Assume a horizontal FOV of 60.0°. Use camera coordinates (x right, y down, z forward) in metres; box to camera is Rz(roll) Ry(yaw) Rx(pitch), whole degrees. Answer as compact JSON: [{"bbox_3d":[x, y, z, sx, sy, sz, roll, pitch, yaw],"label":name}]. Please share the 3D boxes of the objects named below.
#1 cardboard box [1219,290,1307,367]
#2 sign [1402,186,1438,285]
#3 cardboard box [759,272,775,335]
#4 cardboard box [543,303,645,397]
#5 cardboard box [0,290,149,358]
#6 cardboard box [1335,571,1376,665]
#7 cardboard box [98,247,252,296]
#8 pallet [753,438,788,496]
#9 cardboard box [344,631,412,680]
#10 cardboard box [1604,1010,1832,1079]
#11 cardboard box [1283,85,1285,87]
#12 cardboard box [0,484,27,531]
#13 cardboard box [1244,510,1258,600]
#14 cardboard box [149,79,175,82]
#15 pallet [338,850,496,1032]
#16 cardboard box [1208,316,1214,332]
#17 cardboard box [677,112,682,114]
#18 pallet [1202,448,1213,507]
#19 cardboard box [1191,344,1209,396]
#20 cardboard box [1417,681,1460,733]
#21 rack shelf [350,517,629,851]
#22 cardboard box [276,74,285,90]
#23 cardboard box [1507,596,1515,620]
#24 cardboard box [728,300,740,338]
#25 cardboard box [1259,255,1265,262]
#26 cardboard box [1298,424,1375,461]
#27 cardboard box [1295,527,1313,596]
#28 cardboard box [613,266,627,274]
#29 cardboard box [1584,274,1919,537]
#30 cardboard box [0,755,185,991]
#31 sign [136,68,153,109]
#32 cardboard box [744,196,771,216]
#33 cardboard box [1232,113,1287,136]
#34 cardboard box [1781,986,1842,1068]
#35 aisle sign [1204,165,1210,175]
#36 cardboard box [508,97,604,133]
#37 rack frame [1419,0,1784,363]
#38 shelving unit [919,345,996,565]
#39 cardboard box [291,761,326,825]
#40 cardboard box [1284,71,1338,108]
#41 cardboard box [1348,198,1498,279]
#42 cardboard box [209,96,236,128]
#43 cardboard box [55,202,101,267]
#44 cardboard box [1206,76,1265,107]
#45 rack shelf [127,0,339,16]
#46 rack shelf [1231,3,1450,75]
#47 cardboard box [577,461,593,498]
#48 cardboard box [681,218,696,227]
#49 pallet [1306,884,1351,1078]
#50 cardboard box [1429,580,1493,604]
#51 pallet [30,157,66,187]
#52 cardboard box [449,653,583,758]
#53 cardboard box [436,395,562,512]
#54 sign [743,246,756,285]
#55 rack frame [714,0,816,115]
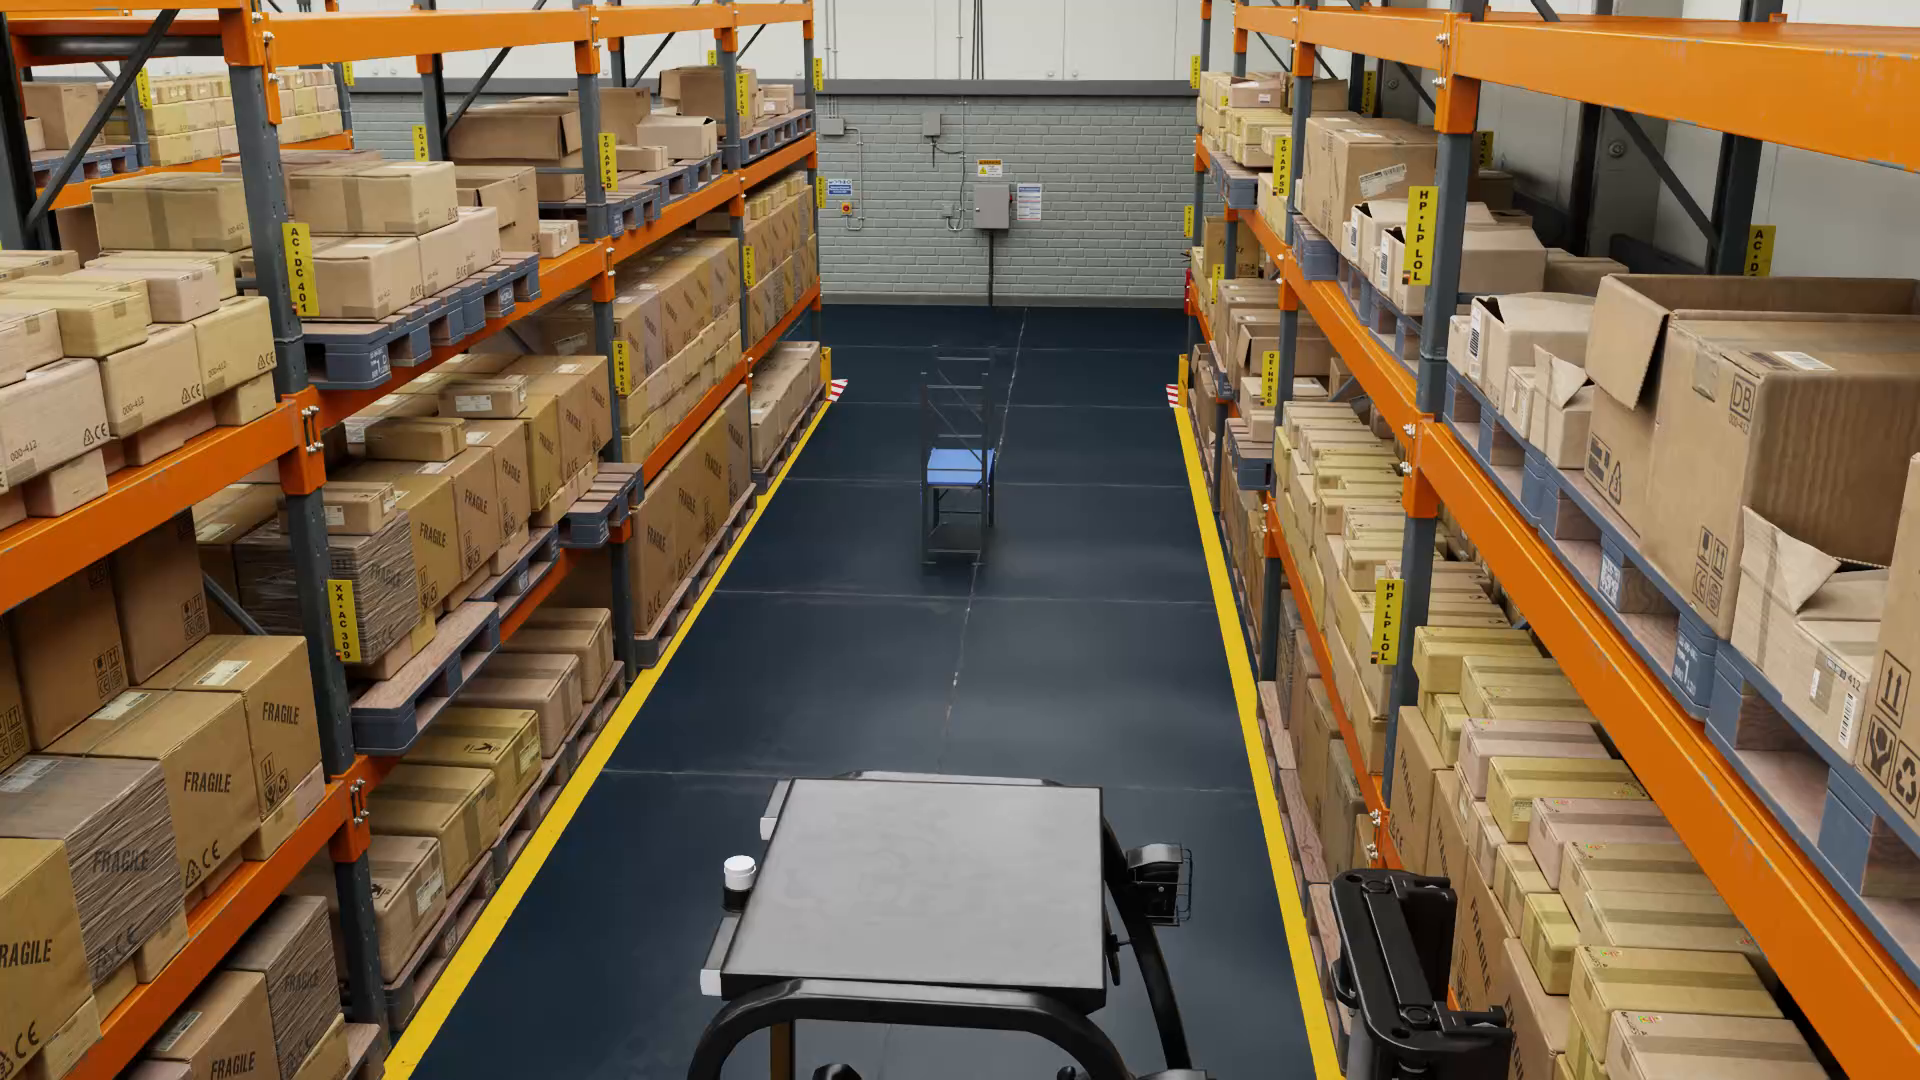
[{"bbox_3d":[2.357,-1.609,12.681,0.700,0.500,0.500,1,18,5],"label":"cardboard box"},{"bbox_3d":[1.537,-1.013,5.544,0.100,0.325,0.005,1,18,4],"label":"sign"},{"bbox_3d":[-1.964,-2.121,14.918,0.500,0.500,0.500,1,18,4],"label":"cardboard box"},{"bbox_3d":[-2.307,-1.206,10.518,0.500,0.500,0.500,1,18,2],"label":"cardboard box"},{"bbox_3d":[-2.615,-0.630,4.833,0.380,0.149,0.250,2,18,6],"label":"cardboard box"},{"bbox_3d":[1.888,0.332,7.029,0.500,0.250,0.500,1,18,2],"label":"cardboard box"},{"bbox_3d":[-2.975,-1.031,6.502,0.500,0.250,0.500,1,18,3],"label":"cardboard box"},{"bbox_3d":[-2.167,-0.687,15.180,1.003,0.211,1.213,1,18,4],"label":"pallet"},{"bbox_3d":[-2.518,0.462,6.924,0.380,0.149,0.250,2,18,5],"label":"cardboard box"},{"bbox_3d":[1.586,1.128,3.484,0.380,0.149,0.250,2,18,5],"label":"cardboard box"},{"bbox_3d":[2.993,-3.710,14.070,0.500,0.250,0.500,1,18,2],"label":"cardboard box"},{"bbox_3d":[-2.782,-0.096,4.485,0.380,0.149,0.250,2,18,5],"label":"cardboard box"},{"bbox_3d":[2.262,0.109,11.613,0.500,0.500,0.500,2,18,6],"label":"cardboard box"},{"bbox_3d":[-7.427,-4.143,15.231,0.380,0.149,0.250,1,18,4],"label":"cardboard box"},{"bbox_3d":[-2.818,1.790,7.620,1.003,0.211,1.213,1,18,4],"label":"pallet"},{"bbox_3d":[2.451,-1.977,15.041,0.380,0.149,0.250,1,18,3],"label":"cardboard box"},{"bbox_3d":[-2.554,-3.618,14.399,0.380,0.149,0.250,2,18,5],"label":"cardboard box"},{"bbox_3d":[2.702,-0.556,14.781,1.003,0.211,1.213,1,18,4],"label":"pallet"},{"bbox_3d":[2.800,-1.736,17.237,0.797,0.503,0.637,1,18,2],"label":"cardboard box"},{"bbox_3d":[1.793,0.554,5.712,0.380,0.149,0.250,1,18,3],"label":"cardboard box"},{"bbox_3d":[-2.729,0.428,8.455,1.077,0.370,4.000,1,18,4],"label":"rack shelf"},{"bbox_3d":[-6.810,-4.454,16.180,0.380,0.149,0.250,1,18,3],"label":"cardboard box"},{"bbox_3d":[2.389,0.275,6.565,0.380,0.149,0.250,1,18,2],"label":"cardboard box"},{"bbox_3d":[-2.088,-1.801,13.541,0.500,0.250,0.500,1,18,4],"label":"cardboard box"},{"bbox_3d":[3.132,-2.671,16.521,0.500,0.250,0.500,1,18,4],"label":"cardboard box"},{"bbox_3d":[2.038,-0.526,9.007,0.380,0.149,0.250,2,18,5],"label":"cardboard box"},{"bbox_3d":[2.019,0.094,8.559,0.500,0.250,0.500,1,18,2],"label":"cardboard box"},{"bbox_3d":[-2.695,-1.695,12.012,0.500,0.500,0.500,1,18,3],"label":"cardboard box"},{"bbox_3d":[1.834,-0.302,3.709,0.797,0.503,0.637,2,18,6],"label":"cardboard box"},{"bbox_3d":[-2.719,0.983,4.967,0.500,0.500,0.500,2,18,5],"label":"cardboard box"},{"bbox_3d":[-6.690,-3.704,13.628,0.100,0.325,0.005,1,18,4],"label":"sign"},{"bbox_3d":[-1.912,-3.019,15.010,0.380,0.149,0.250,1,18,2],"label":"cardboard box"},{"bbox_3d":[2.192,-3.036,12.146,0.380,0.149,0.250,1,18,3],"label":"cardboard box"},{"bbox_3d":[2.207,1.128,3.960,0.380,0.149,0.250,1,18,4],"label":"cardboard box"},{"bbox_3d":[2.651,-4.173,17.167,0.394,0.787,0.004,1,18,4],"label":"aisle sign"},{"bbox_3d":[-2.749,-2.761,11.381,0.500,0.500,0.500,1,18,4],"label":"cardboard box"},{"bbox_3d":[2.079,-2.034,5.179,1.000,3.000,0.127,1,18,4],"label":"rack frame"},{"bbox_3d":[-0.006,-0.686,13.109,0.538,1.500,1.048,1,18,4],"label":"shelving unit"},{"bbox_3d":[-2.592,0.933,6.161,0.380,0.149,0.250,1,18,3],"label":"cardboard box"},{"bbox_3d":[2.698,-3.463,12.781,0.396,0.266,0.258,1,18,3],"label":"cardboard box"},{"bbox_3d":[1.942,-1.282,7.009,0.500,0.311,0.500,1,18,2],"label":"cardboard box"},{"bbox_3d":[-6.879,-3.903,15.138,0.500,0.250,0.500,2,18,5],"label":"cardboard box"},{"bbox_3d":[-7.480,-2.673,14.518,0.500,0.500,0.500,1,18,2],"label":"cardboard box"},{"bbox_3d":[2.579,-4.197,15.558,0.500,0.250,0.500,1,18,3],"label":"cardboard box"},{"bbox_3d":[-7.100,-4.985,15.346,1.077,0.370,4.000,1,18,4],"label":"rack shelf"},{"bbox_3d":[2.509,-3.366,11.040,1.077,0.370,4.000,1,18,4],"label":"rack shelf"},{"bbox_3d":[-2.295,-0.344,9.385,0.380,0.149,0.250,1,18,3],"label":"cardboard box"},{"bbox_3d":[-2.467,-2.791,14.314,0.380,0.149,0.250,2,18,5],"label":"cardboard box"},{"bbox_3d":[2.092,1.912,7.248,1.003,0.211,1.213,1,18,4],"label":"pallet"},{"bbox_3d":[1.882,0.269,6.581,0.380,0.149,0.250,1,18,3],"label":"cardboard box"},{"bbox_3d":[-7.465,-2.681,12.273,1.213,0.211,1.003,1,18,4],"label":"pallet"},{"bbox_3d":[-2.681,0.919,9.348,0.950,0.372,0.625,1,18,3],"label":"cardboard box"},{"bbox_3d":[-2.402,-0.459,8.693,0.500,0.500,0.500,0,18,0],"label":"cardboard box"},{"bbox_3d":[-1.757,-2.281,13.835,0.100,0.325,0.005,1,18,4],"label":"sign"},{"bbox_3d":[-2.012,-5.871,16.887,1.000,3.000,0.127,1,18,4],"label":"rack frame"}]
